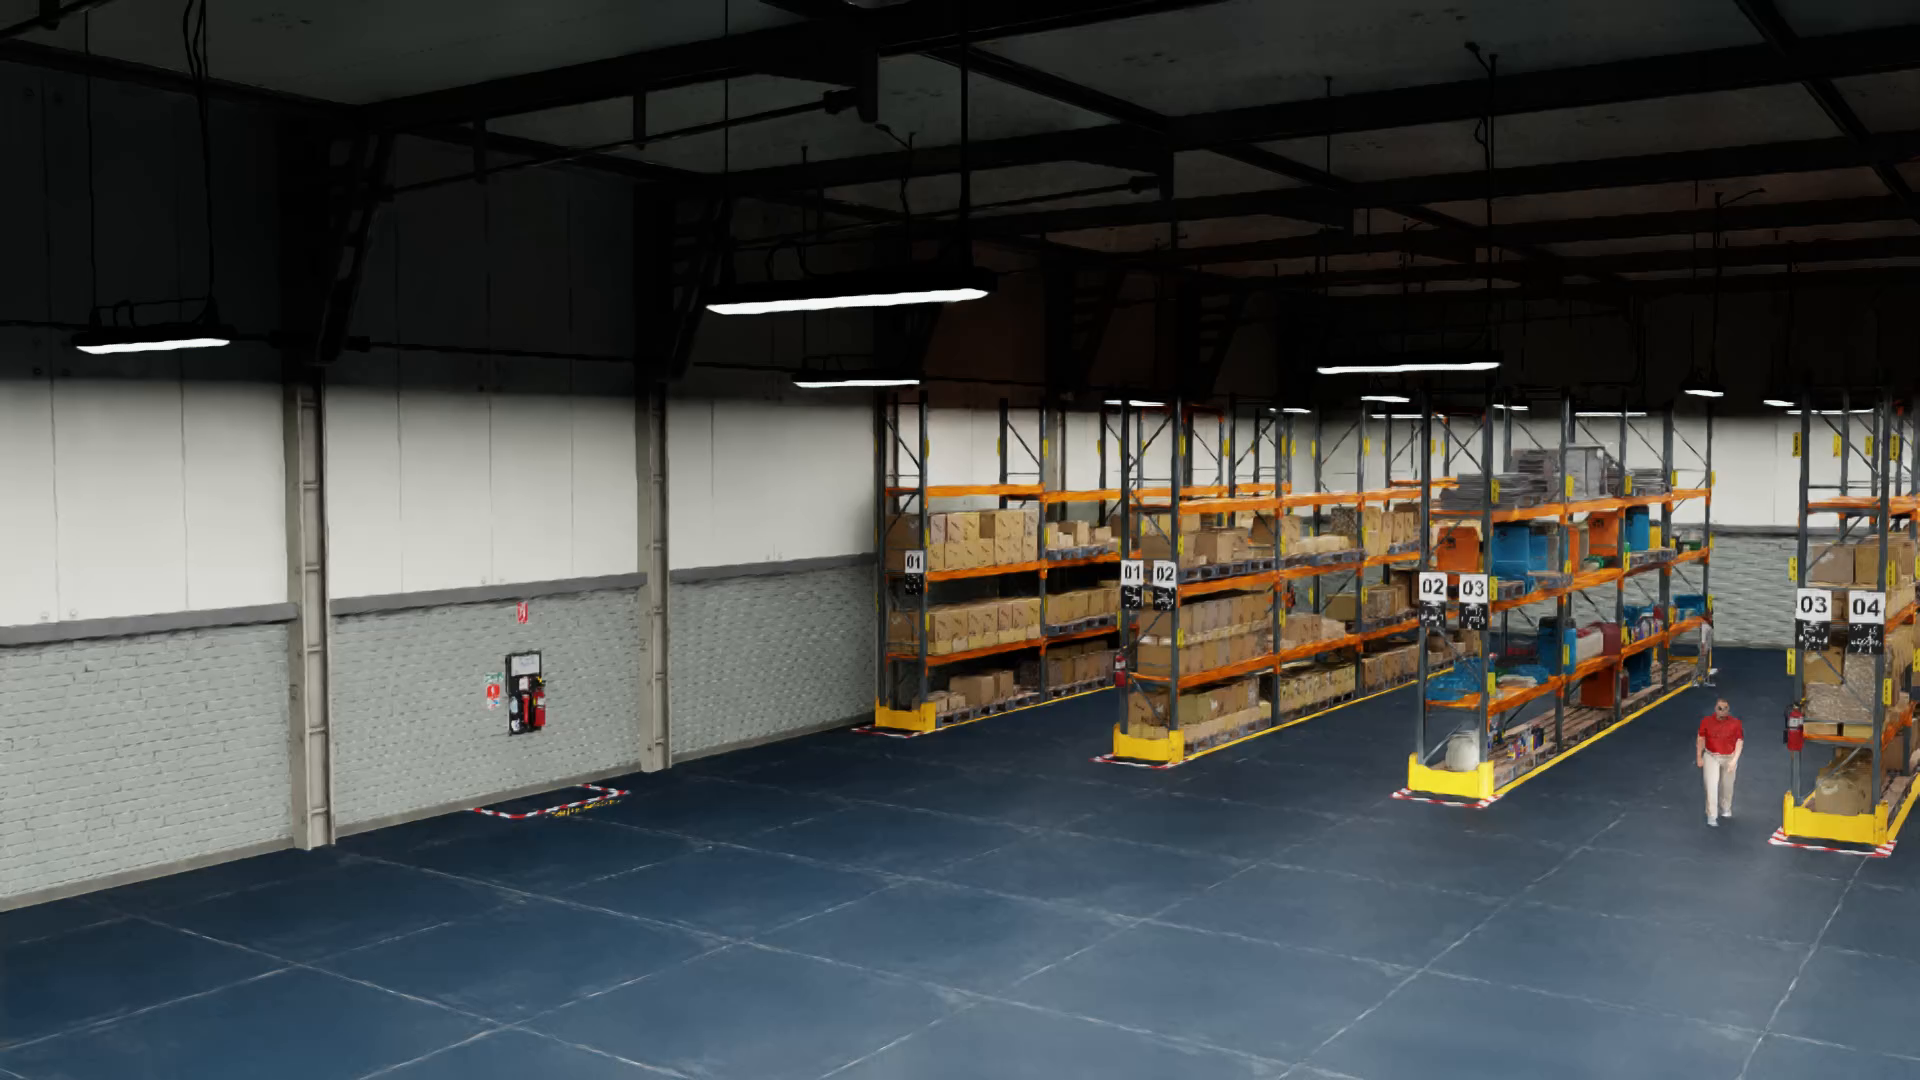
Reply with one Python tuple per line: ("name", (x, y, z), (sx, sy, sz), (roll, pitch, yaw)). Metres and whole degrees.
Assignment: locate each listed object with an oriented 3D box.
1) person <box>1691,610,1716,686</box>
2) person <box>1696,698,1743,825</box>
("person", (15.616, 2.270, 34.896), (0.458, 1.592, 0.605), (2, 4, 30))
("person", (10.113, 2.920, 22.128), (0.545, 1.662, 1.056), (1, 3, 17))
